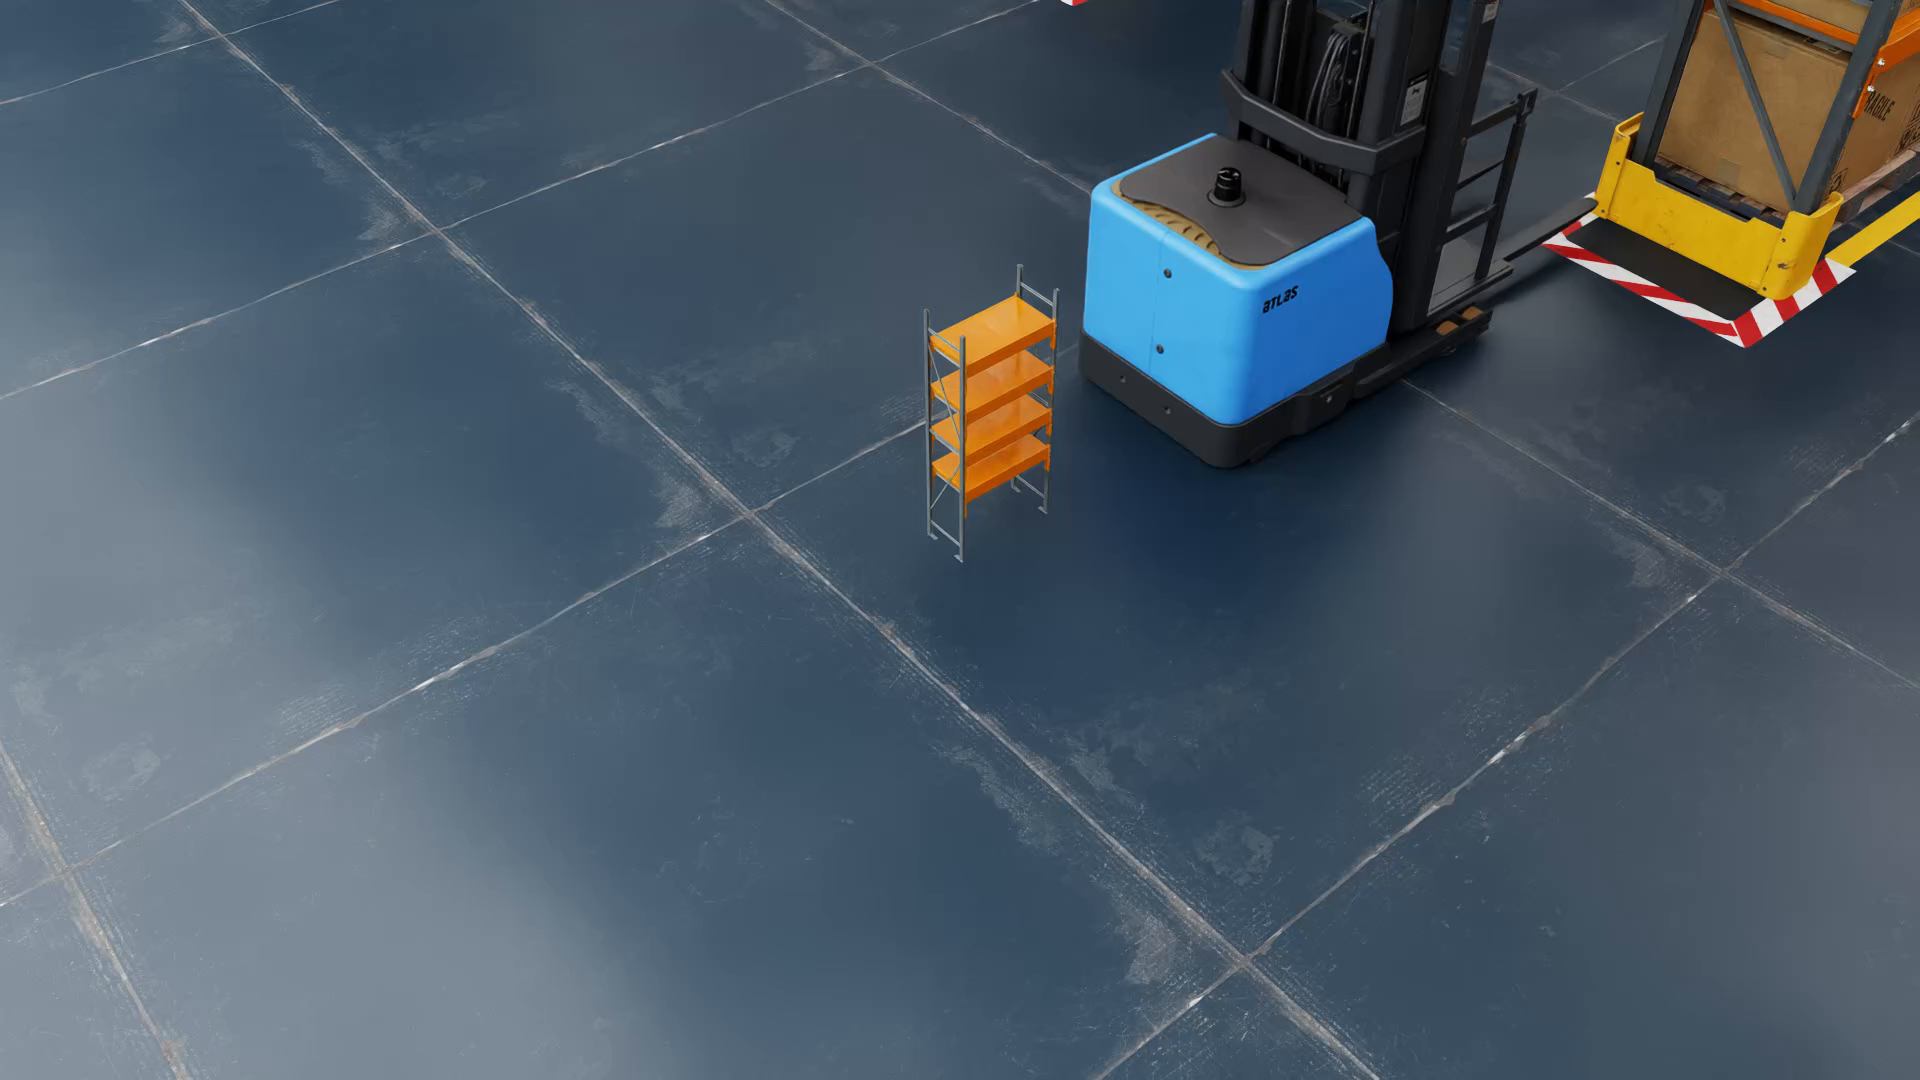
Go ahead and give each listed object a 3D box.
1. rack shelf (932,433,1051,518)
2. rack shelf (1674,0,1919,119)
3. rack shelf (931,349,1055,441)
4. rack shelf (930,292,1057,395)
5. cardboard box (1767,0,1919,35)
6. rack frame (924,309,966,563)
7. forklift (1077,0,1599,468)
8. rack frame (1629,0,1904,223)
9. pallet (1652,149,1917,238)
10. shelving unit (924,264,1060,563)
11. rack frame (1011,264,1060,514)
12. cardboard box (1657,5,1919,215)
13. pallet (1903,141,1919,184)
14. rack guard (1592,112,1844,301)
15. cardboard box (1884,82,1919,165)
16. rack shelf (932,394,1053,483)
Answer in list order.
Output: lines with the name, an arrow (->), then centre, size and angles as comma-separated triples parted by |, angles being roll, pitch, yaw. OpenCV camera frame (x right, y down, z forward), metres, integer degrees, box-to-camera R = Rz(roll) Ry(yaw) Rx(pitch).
rack shelf -> 0.127, -0.316, 7.152 | 0.480, 0.148, 0.258 | -30, 51, -28
rack shelf -> 5.548, -3.326, 9.180 | 4.000, 0.370, 1.077 | -30, 51, -28
rack shelf -> 0.127, -0.624, 6.863 | 0.480, 0.148, 0.258 | -30, 51, -28
rack shelf -> 0.127, -0.796, 6.701 | 0.480, 0.148, 0.258 | -30, 51, -28
cardboard box -> 4.270, -2.952, 8.146 | 0.550, 0.550, 0.875 | -30, 51, -28
rack frame -> -0.060, -0.403, 6.856 | 0.015, 1.200, 0.240 | -30, 51, -28
forklift -> 2.037, -2.244, 7.552 | 3.031, 2.935, 1.130 | -29, 50, -27
rack frame -> 4.014, -2.710, 7.998 | 0.127, 3.000, 1.000 | -30, 51, -28
pallet -> 4.577, -2.086, 9.371 | 1.213, 0.211, 1.003 | -30, 51, -28
shelving unit -> 0.127, -0.510, 6.970 | 0.503, 1.200, 0.258 | -30, 51, -28
rack frame -> 0.314, -0.617, 7.084 | 0.015, 1.200, 0.240 | -30, 51, -28
cardboard box -> 4.492, -2.421, 8.936 | 0.875, 0.875, 0.875 | -29, 51, -28
pallet -> 5.513, -2.619, 9.938 | 1.213, 0.211, 1.003 | -30, 51, -28
rack guard -> 3.996, -1.789, 8.843 | 0.348, 0.500, 1.175 | -30, 51, -28
cardboard box -> 5.166, -2.809, 9.349 | 0.875, 0.875, 0.875 | -31, 51, -28
rack shelf -> 0.127, -0.461, 7.016 | 0.480, 0.148, 0.258 | -30, 51, -28
